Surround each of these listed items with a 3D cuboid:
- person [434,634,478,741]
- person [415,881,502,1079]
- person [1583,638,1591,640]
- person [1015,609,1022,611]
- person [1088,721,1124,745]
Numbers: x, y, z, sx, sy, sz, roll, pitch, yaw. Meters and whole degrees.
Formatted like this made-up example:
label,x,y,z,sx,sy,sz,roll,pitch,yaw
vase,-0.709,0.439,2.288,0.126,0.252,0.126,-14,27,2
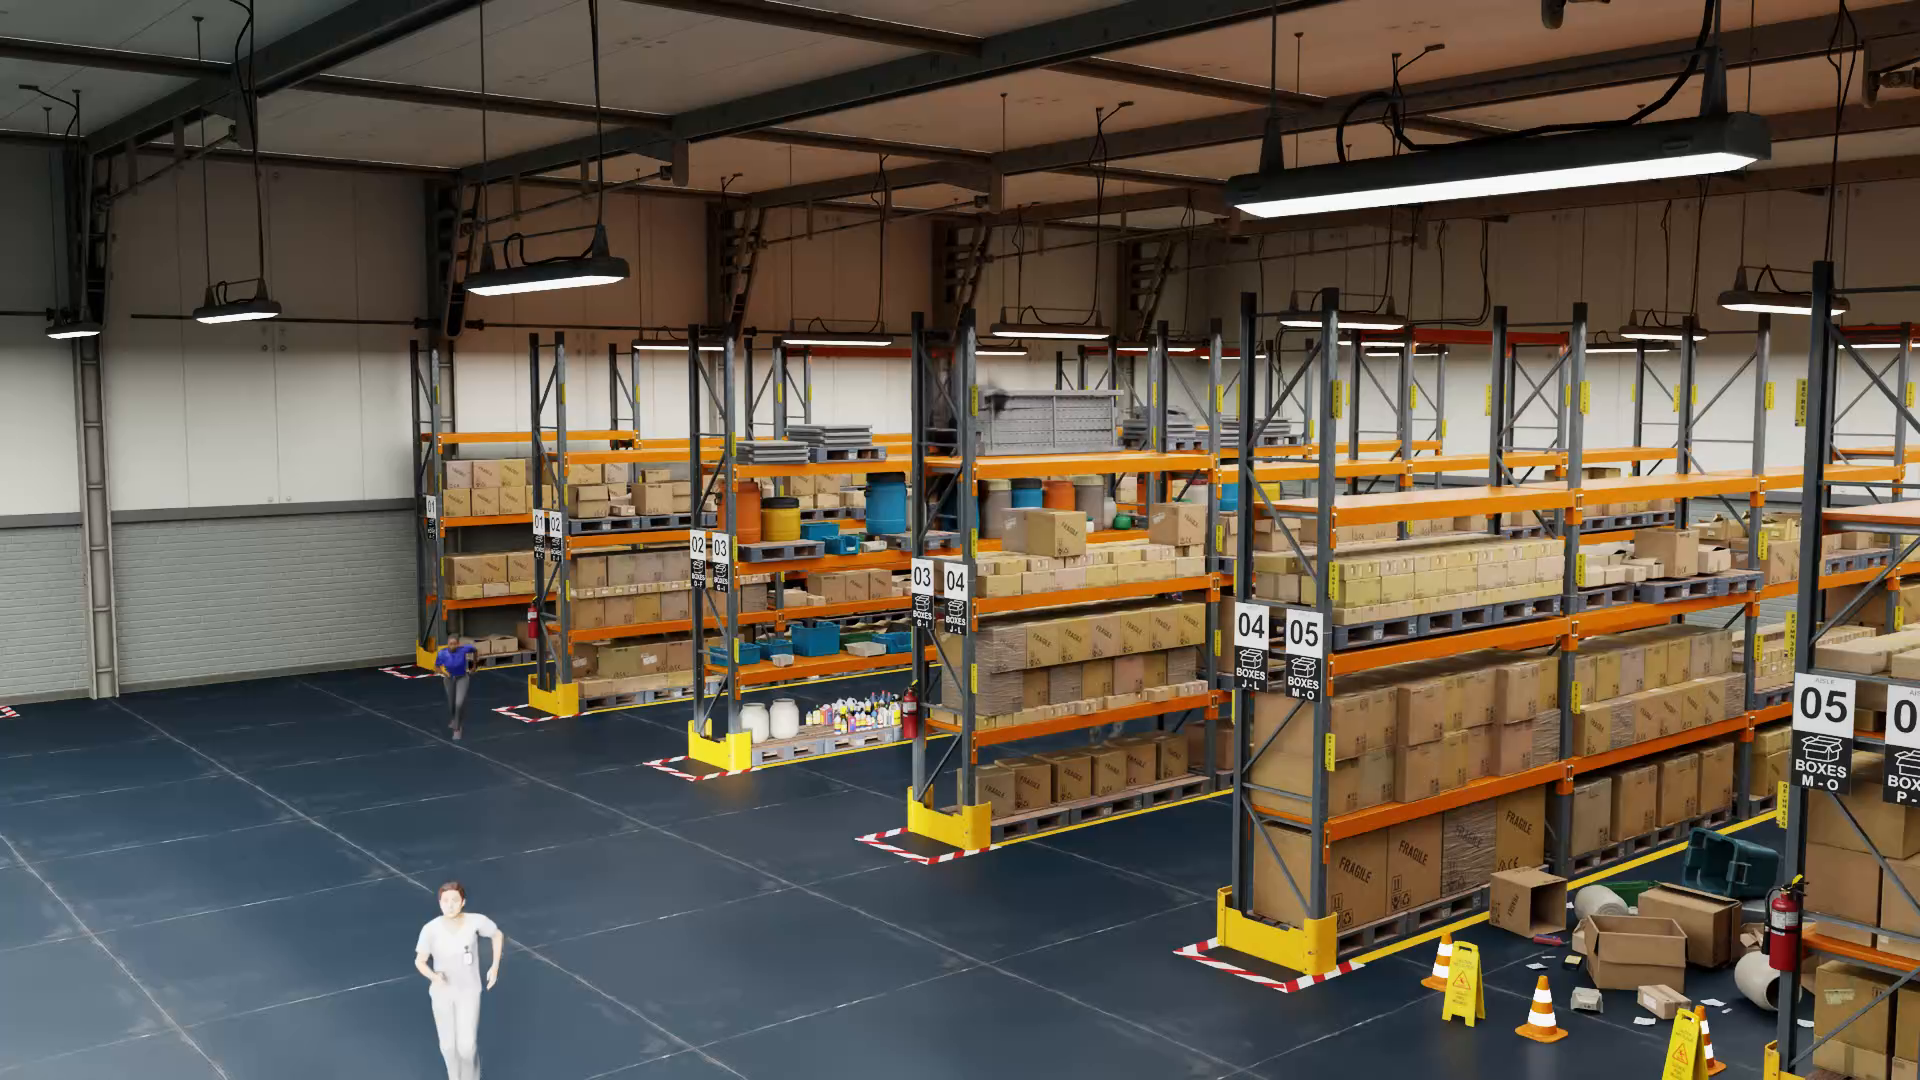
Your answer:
label,x,y,z,sx,sy,sz,roll,pitch,yaw
person,-7.442,2.138,24.599,0.617,1.613,0.960,-1,5,-15
person,-3.561,3.253,11.820,0.578,1.686,0.681,-1,5,-9
person,8.648,2.197,22.849,0.739,1.737,0.719,-4,7,-40
person,1.191,1.384,29.400,0.658,1.609,0.646,4,7,37
person,1.938,1.980,22.748,0.570,1.778,0.751,5,7,42
